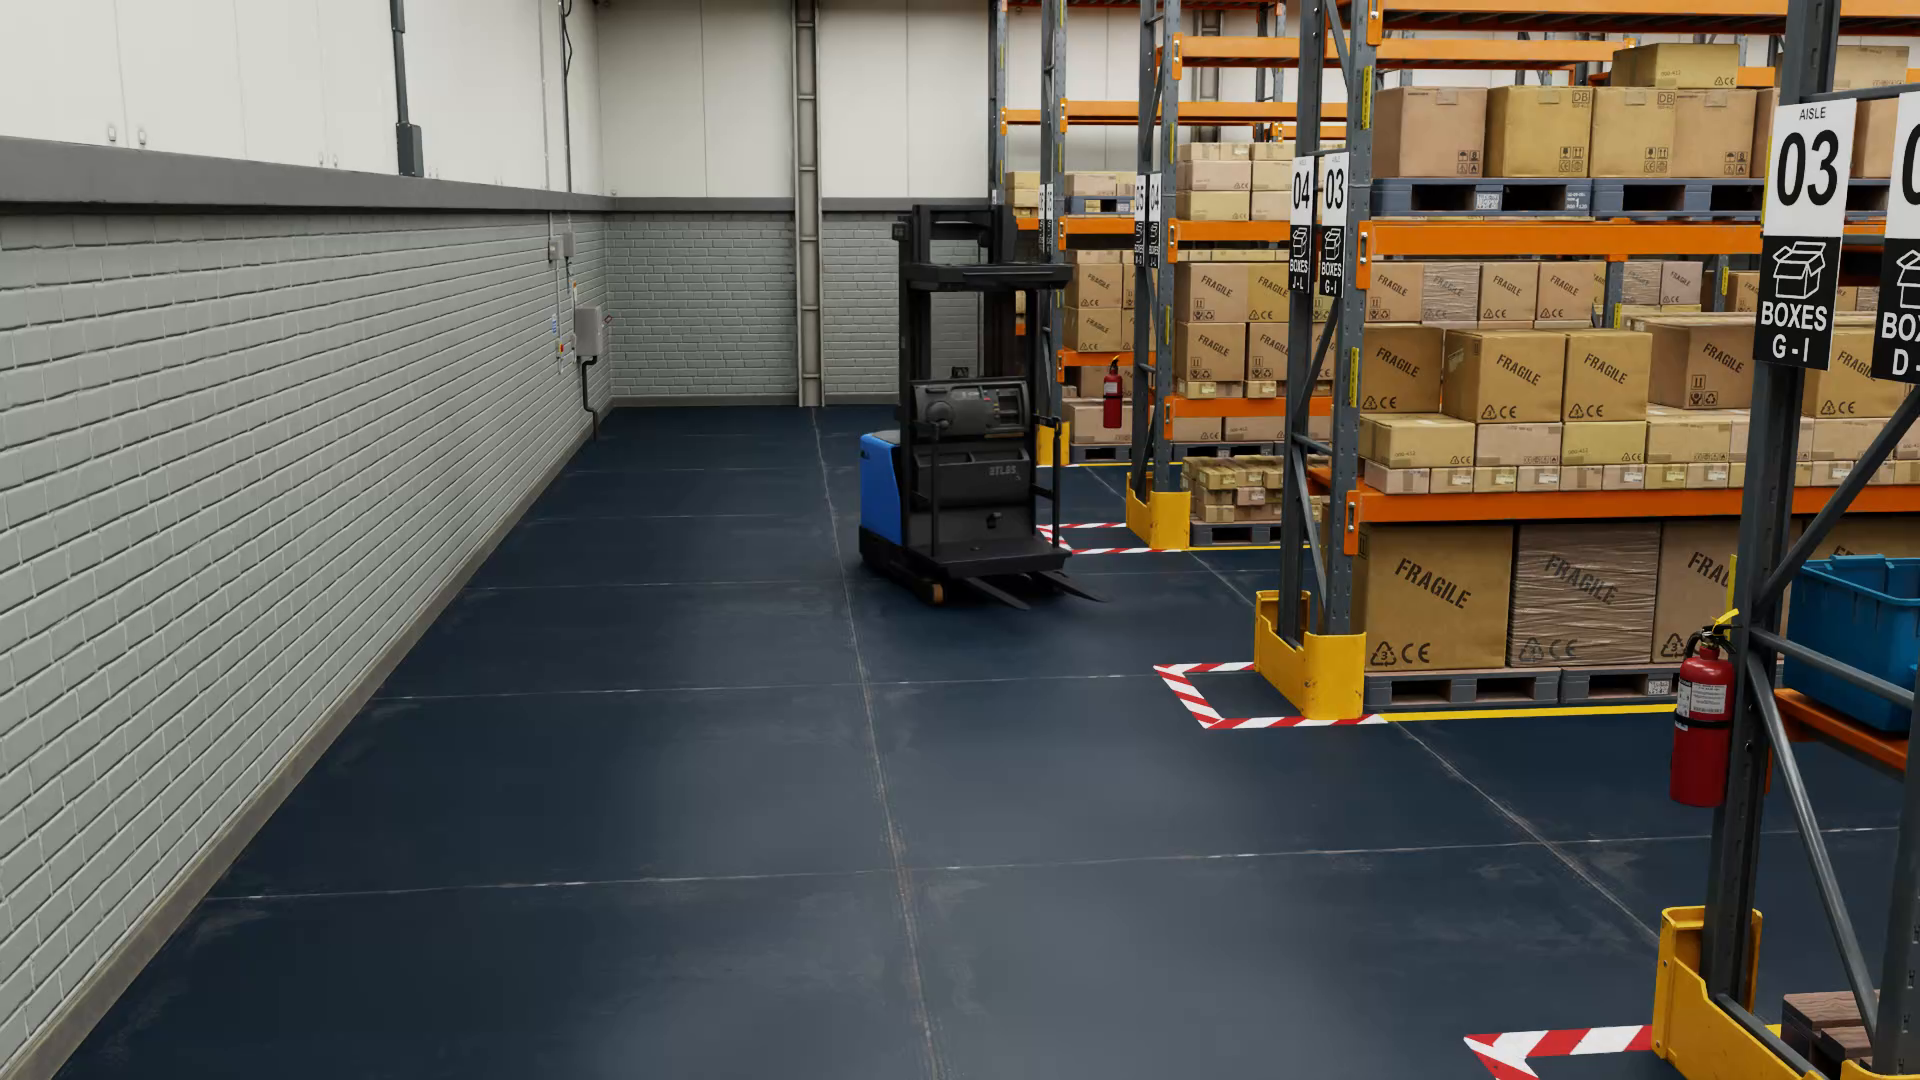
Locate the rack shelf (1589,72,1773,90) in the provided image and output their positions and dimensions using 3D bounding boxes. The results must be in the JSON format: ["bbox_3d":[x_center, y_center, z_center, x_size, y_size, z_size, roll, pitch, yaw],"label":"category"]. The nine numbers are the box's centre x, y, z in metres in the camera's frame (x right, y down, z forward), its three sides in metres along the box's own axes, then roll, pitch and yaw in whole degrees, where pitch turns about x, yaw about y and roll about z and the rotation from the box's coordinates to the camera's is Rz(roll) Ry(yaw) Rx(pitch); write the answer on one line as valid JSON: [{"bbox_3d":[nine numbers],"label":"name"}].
[{"bbox_3d":[7.663,-4.115,14.869,3.809,0.124,0.919,-1,11,-6],"label":"rack shelf"}]

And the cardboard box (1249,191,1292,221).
[{"bbox_3d":[2.696,-2.869,14.297,0.500,0.250,0.500,-1,11,-4],"label":"cardboard box"}]

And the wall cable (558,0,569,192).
[{"bbox_3d":[-4.640,-5.363,18.818,0.029,3.000,2.355,-1,11,-6],"label":"wall cable"}]

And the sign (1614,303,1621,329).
[{"bbox_3d":[5.741,-1.904,14.534,0.005,0.325,0.100,-1,11,-6],"label":"sign"}]

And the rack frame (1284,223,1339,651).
[{"bbox_3d":[2.133,-0.547,9.877,0.053,2.616,0.949,-1,11,-6],"label":"rack frame"}]

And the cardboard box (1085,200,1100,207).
[{"bbox_3d":[2.007,-4.923,23.975,0.500,0.250,0.500,-2,11,-8],"label":"cardboard box"}]

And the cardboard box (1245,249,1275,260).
[{"bbox_3d":[3.490,-3.307,19.379,0.250,0.149,0.380,-1,11,-7],"label":"cardboard box"}]

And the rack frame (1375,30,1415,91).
[{"bbox_3d":[5.040,-5.474,19.386,0.127,3.000,1.000,-1,11,-6],"label":"rack frame"}]

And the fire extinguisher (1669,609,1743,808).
[{"bbox_3d":[2.469,0.540,5.513,0.183,0.674,0.296,-1,11,-6],"label":"fire extinguisher"}]

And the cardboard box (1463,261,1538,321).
[{"bbox_3d":[4.723,-2.196,14.638,0.500,0.500,0.500,-2,11,-8],"label":"cardboard box"}]

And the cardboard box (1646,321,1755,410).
[{"bbox_3d":[4.599,-1.089,10.305,0.500,0.500,0.500,-2,11,-8],"label":"cardboard box"}]

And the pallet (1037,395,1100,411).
[{"bbox_3d":[1.392,-2.049,24.744,1.213,0.211,1.003,-1,11,-6],"label":"pallet"}]

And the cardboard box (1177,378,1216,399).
[{"bbox_3d":[2.056,-1.321,14.461,0.250,0.149,0.380,-1,11,-7],"label":"cardboard box"}]

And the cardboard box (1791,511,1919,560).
[{"bbox_3d":[5.445,0.205,10.470,0.875,0.875,0.875,-1,11,-6],"label":"cardboard box"}]

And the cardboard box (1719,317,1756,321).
[{"bbox_3d":[6.896,-1.895,14.750,0.250,0.149,0.380,-1,11,-7],"label":"cardboard box"}]

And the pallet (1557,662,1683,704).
[{"bbox_3d":[4.130,0.765,10.430,1.213,0.211,1.003,-1,11,-6],"label":"pallet"}]

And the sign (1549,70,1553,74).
[{"bbox_3d":[8.545,-6.903,24.025,0.005,0.325,0.100,-1,11,-6],"label":"sign"}]

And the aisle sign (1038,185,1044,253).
[{"bbox_3d":[0.958,-3.781,19.584,0.004,0.787,0.394,-1,11,-6],"label":"aisle sign"}]

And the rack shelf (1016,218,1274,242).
[{"bbox_3d":[2.512,-4.560,24.374,4.000,0.370,1.077,-1,11,-6],"label":"rack shelf"}]

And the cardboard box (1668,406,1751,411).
[{"bbox_3d":[4.605,-0.722,10.380,0.500,0.250,0.500,-1,11,-5],"label":"cardboard box"}]

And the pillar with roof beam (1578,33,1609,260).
[{"bbox_3d":[10.140,-5.884,21.469,0.548,9.000,9.100,-1,11,-6],"label":"pillar with roof beam"}]

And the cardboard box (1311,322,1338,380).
[{"bbox_3d":[3.192,-1.675,14.583,0.500,0.500,0.500,-1,11,-5],"label":"cardboard box"}]

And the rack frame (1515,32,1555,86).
[{"bbox_3d":[8.477,-6.509,24.651,0.127,3.000,1.000,-1,11,-6],"label":"rack frame"}]

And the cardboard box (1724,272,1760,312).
[{"bbox_3d":[9.489,-2.980,20.131,0.500,0.500,0.500,-2,11,-8],"label":"cardboard box"}]

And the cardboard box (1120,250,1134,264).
[{"bbox_3d":[1.970,-3.262,19.152,0.250,0.149,0.380,-1,11,-4],"label":"cardboard box"}]

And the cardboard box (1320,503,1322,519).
[{"bbox_3d":[3.261,-0.292,14.881,0.250,0.149,0.380,-1,11,-6],"label":"cardboard box"}]

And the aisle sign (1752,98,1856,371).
[{"bbox_3d":[2.565,-0.927,5.069,0.004,0.787,0.394,-1,11,-6],"label":"aisle sign"}]

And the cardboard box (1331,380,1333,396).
[{"bbox_3d":[3.341,-1.362,14.669,0.250,0.149,0.380,-1,11,-7],"label":"cardboard box"}]

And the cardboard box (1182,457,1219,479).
[{"bbox_3d":[2.197,-0.659,15.203,0.250,0.149,0.380,-1,11,-5],"label":"cardboard box"}]

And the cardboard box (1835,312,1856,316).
[{"bbox_3d":[8.128,-2.047,15.526,0.250,0.149,0.380,-1,11,-3],"label":"cardboard box"}]

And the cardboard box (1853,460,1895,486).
[{"bbox_3d":[5.331,-0.427,9.915,0.250,0.149,0.380,-1,11,-7],"label":"cardboard box"}]

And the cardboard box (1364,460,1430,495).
[{"bbox_3d":[2.522,-0.368,9.613,0.250,0.149,0.380,-1,11,-5],"label":"cardboard box"}]

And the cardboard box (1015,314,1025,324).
[{"bbox_3d":[0.880,-3.230,24.173,0.250,0.149,0.380,-1,11,-7],"label":"cardboard box"}]

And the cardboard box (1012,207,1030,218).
[{"bbox_3d":[0.866,-4.710,23.924,0.250,0.149,0.380,-1,11,-5],"label":"cardboard box"}]

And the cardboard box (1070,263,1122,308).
[{"bbox_3d":[1.571,-2.942,19.207,0.500,0.500,0.500,-1,11,-7],"label":"cardboard box"}]

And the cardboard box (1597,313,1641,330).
[{"bbox_3d":[6.053,-2.004,15.306,0.250,0.149,0.380,-1,11,-3],"label":"cardboard box"}]

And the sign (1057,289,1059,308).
[{"bbox_3d":[1.117,-2.804,18.907,0.005,0.325,0.100,-1,11,-6],"label":"sign"}]

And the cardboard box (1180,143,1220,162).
[{"bbox_3d":[2.045,-3.302,14.173,0.250,0.149,0.380,-1,11,-7],"label":"cardboard box"}]

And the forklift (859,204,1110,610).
[{"bbox_3d":[0.174,-1.041,12.565,1.130,2.935,3.031,-4,12,-21],"label":"forklift"}]

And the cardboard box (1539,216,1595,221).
[{"bbox_3d":[5.216,-2.920,14.556,0.500,0.250,0.500,-1,11,-5],"label":"cardboard box"}]

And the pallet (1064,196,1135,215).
[{"bbox_3d":[1.800,-3.893,19.348,1.213,0.211,1.003,-1,11,-6],"label":"pallet"}]

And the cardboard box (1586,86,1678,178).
[{"bbox_3d":[3.726,-2.353,9.676,0.500,0.500,0.700,-2,11,-10],"label":"cardboard box"}]

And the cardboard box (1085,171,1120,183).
[{"bbox_3d":[1.997,-5.170,23.934,0.500,0.250,0.500,-1,11,-7],"label":"cardboard box"}]

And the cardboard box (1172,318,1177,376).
[{"bbox_3d":[2.117,-1.754,14.983,0.500,0.500,0.500,-1,11,-5],"label":"cardboard box"}]

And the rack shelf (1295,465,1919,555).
[{"bbox_3d":[4.122,-0.235,10.155,4.000,0.370,1.077,-1,11,-6],"label":"rack shelf"}]

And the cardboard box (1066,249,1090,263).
[{"bbox_3d":[1.399,-3.351,19.605,0.250,0.149,0.380,-1,11,-5],"label":"cardboard box"}]

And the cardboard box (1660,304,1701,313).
[{"bbox_3d":[8.562,-2.727,20.055,0.500,0.250,0.500,-1,11,-6],"label":"cardboard box"}]

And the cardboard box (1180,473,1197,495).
[{"bbox_3d":[2.192,-0.519,15.263,0.250,0.149,0.380,-2,11,-8],"label":"cardboard box"}]

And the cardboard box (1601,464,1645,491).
[{"bbox_3d":[3.800,-0.395,9.752,0.250,0.149,0.380,-1,11,-7],"label":"cardboard box"}]

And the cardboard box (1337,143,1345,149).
[{"bbox_3d":[3.337,-3.314,14.231,0.250,0.149,0.380,-1,11,-4],"label":"cardboard box"}]

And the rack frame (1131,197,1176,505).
[{"bbox_3d":[1.698,-1.500,14.722,0.127,3.000,1.000,-1,11,-6],"label":"rack frame"}]

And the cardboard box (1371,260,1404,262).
[{"bbox_3d":[3.672,-2.278,15.055,0.500,0.500,0.500,-2,11,-8],"label":"cardboard box"}]

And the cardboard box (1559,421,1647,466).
[{"bbox_3d":[3.656,-0.599,9.758,0.500,0.250,0.500,-2,11,-8],"label":"cardboard box"}]

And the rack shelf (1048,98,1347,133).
[{"bbox_3d":[3.052,-4.883,19.282,4.000,0.370,1.077,-1,11,-6],"label":"rack shelf"}]
